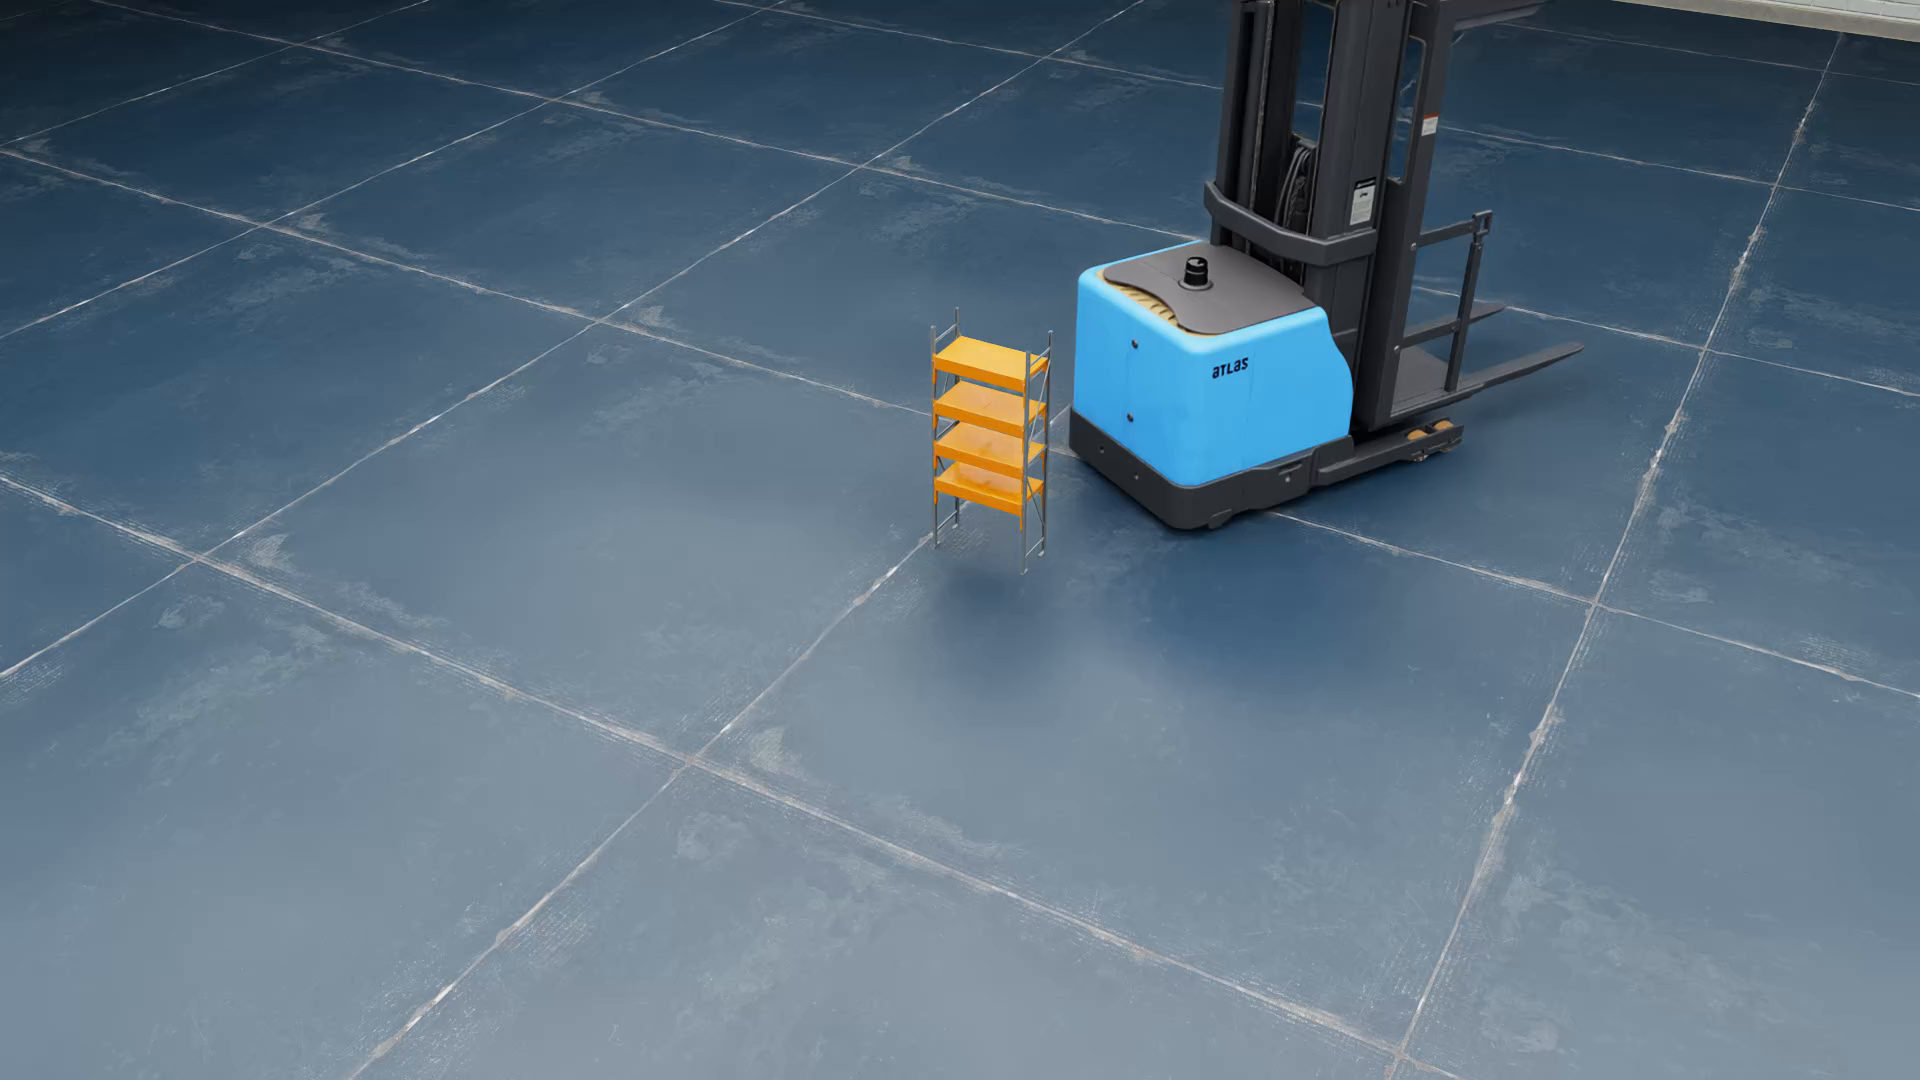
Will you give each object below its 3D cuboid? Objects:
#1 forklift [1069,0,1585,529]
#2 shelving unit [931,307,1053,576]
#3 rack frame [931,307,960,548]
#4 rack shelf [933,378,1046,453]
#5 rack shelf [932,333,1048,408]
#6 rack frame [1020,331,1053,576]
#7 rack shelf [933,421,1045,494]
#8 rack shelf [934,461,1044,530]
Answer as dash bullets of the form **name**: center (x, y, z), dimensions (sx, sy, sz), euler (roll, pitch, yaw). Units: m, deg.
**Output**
- **forklift**: center (2.109, -1.871, 8.415), dimensions (3.031, 2.935, 1.130), euler (-18, 38, -25)
- **shelving unit**: center (0.144, -0.454, 7.849), dimensions (0.503, 1.200, 0.258), euler (18, 37, 24)
- **rack frame**: center (-0.068, -0.521, 7.950), dimensions (0.015, 1.200, 0.240), euler (18, 37, 24)
- **rack shelf**: center (0.144, -0.584, 7.762), dimensions (0.480, 0.148, 0.258), euler (18, 37, 24)
- **rack shelf**: center (0.144, -0.781, 7.631), dimensions (0.480, 0.148, 0.258), euler (18, 37, 24)
- **rack frame**: center (0.356, -0.387, 7.748), dimensions (0.015, 1.200, 0.240), euler (18, 37, 24)
- **rack shelf**: center (0.144, -0.398, 7.886), dimensions (0.480, 0.148, 0.258), euler (18, 37, 24)
- **rack shelf**: center (0.144, -0.233, 7.996), dimensions (0.480, 0.148, 0.258), euler (18, 37, 24)
